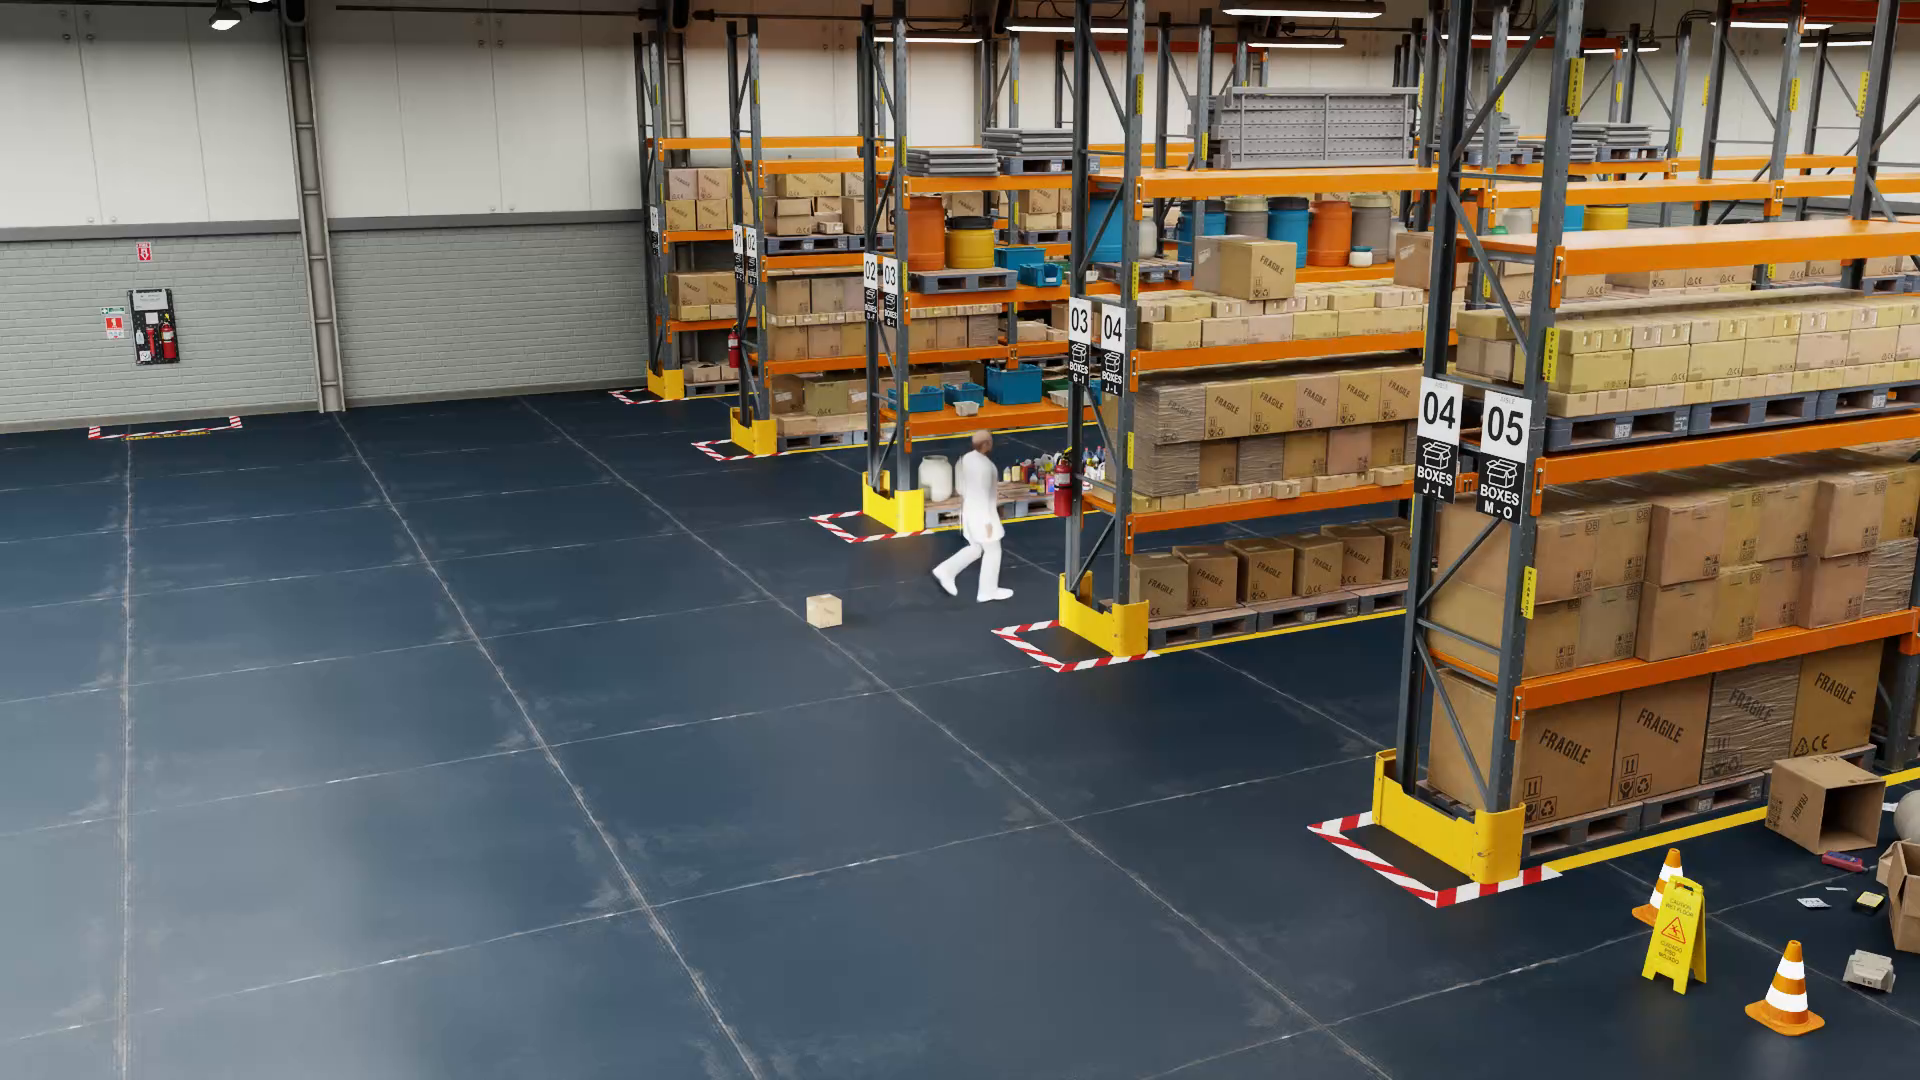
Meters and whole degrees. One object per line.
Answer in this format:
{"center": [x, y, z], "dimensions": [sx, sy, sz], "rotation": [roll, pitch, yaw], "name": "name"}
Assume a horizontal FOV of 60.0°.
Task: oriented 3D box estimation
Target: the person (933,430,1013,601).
{"center": [0.133, -0.244, 16.744], "dimensions": [0.812, 1.756, 0.594], "rotation": [-6, 16, -22], "name": "person"}
